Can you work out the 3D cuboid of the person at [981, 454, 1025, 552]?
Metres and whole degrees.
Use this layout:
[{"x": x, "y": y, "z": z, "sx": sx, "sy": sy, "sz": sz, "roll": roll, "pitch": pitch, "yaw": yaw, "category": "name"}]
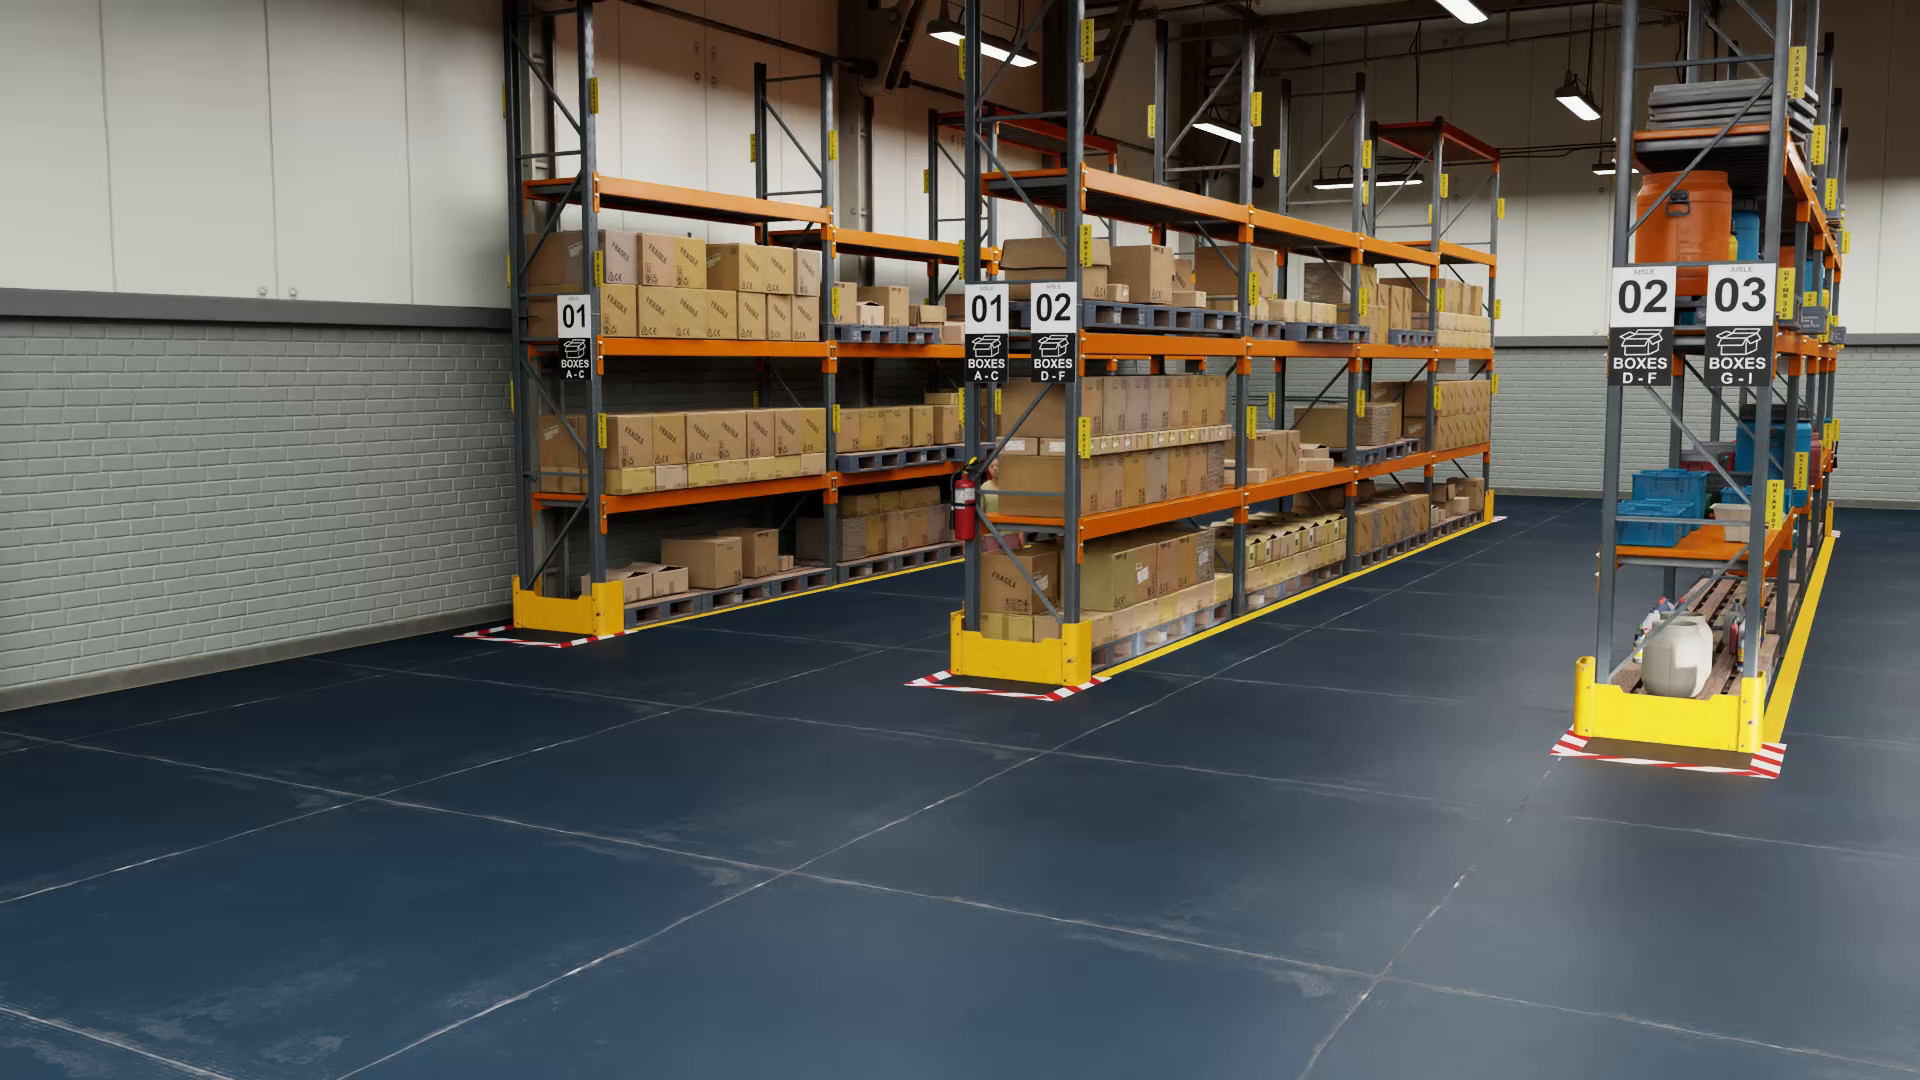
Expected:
[{"x": 0.392, "y": -0.033, "z": 16.653, "sx": 0.523, "sy": 1.666, "sz": 0.489, "roll": 1, "pitch": 6, "yaw": 12, "category": "person"}]
